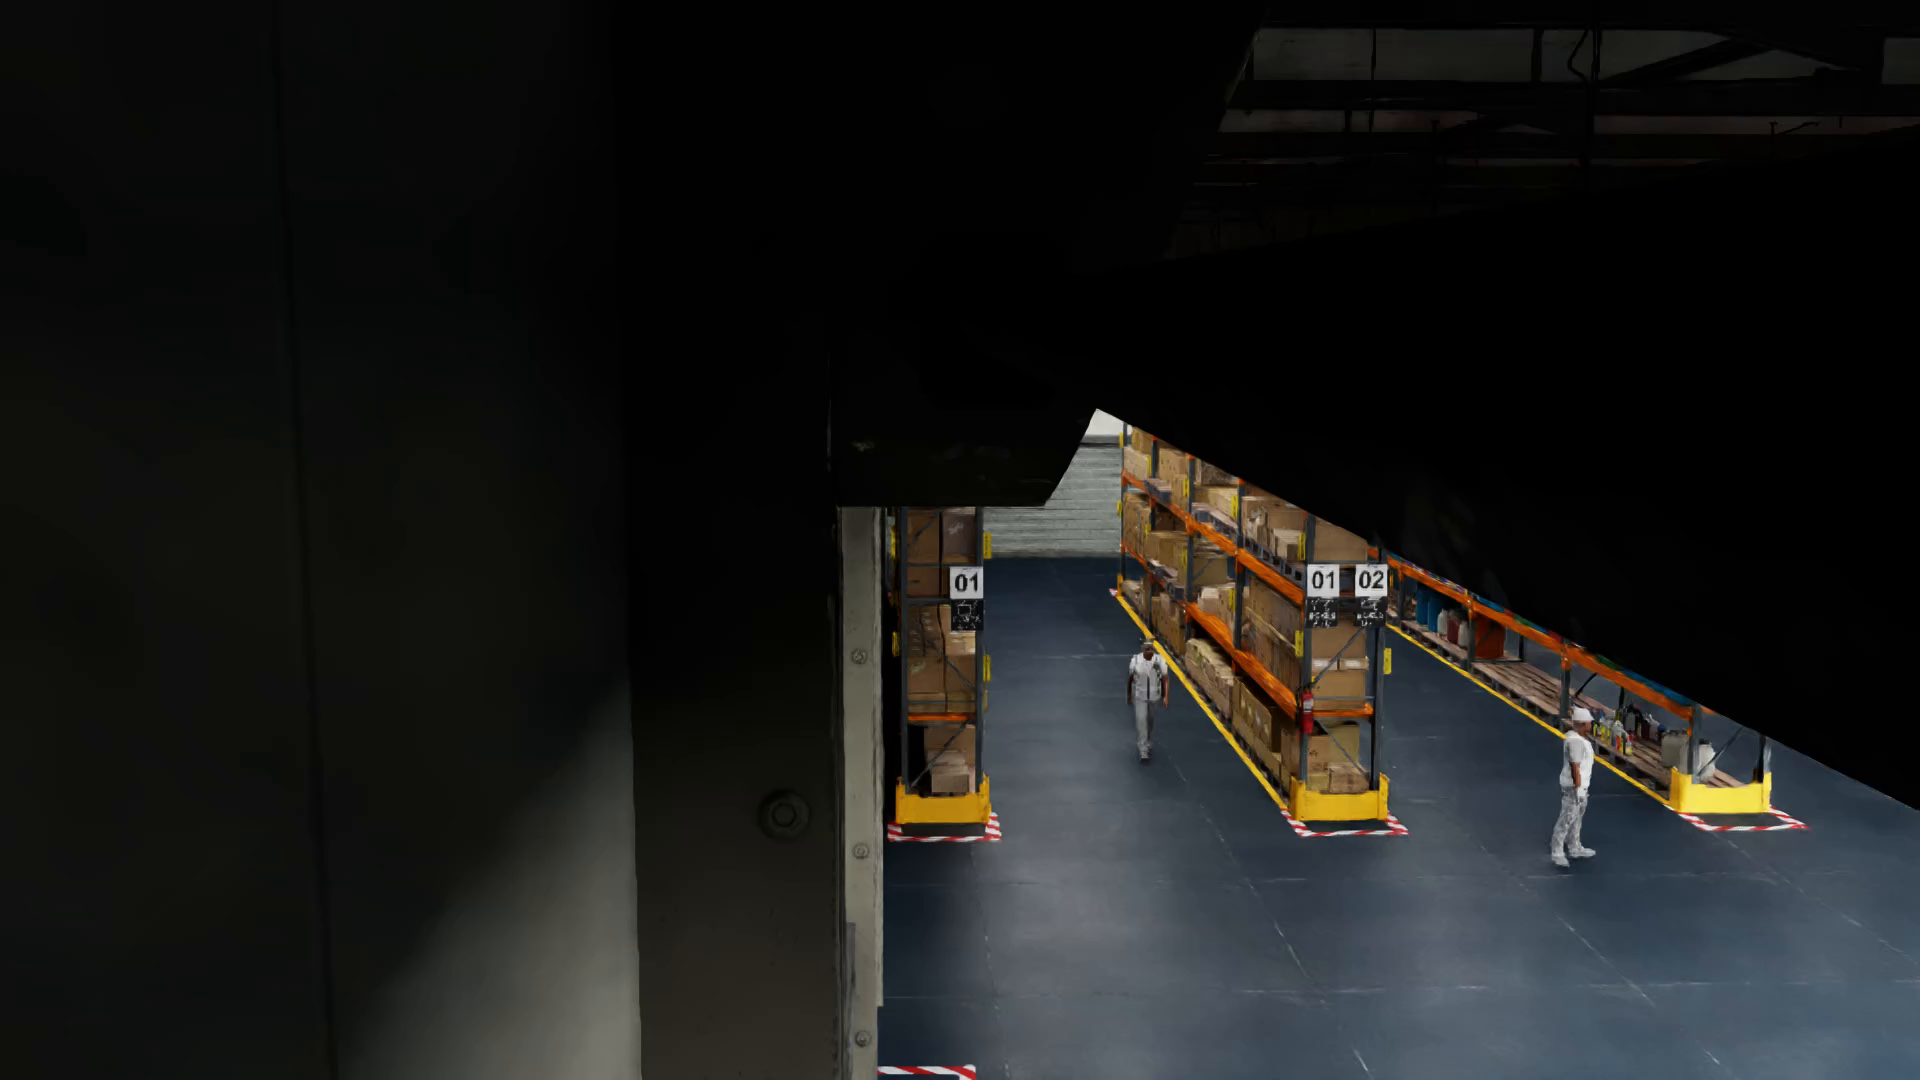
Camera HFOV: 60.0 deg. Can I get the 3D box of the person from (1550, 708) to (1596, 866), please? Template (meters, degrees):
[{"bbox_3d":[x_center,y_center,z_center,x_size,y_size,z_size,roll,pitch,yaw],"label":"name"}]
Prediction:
[{"bbox_3d":[7.019,2.791,18.946,0.476,1.788,0.652,3,9,23],"label":"person"}]

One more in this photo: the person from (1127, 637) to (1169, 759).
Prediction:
[{"bbox_3d":[2.668,2.189,23.500,0.557,1.708,1.040,0,8,-4],"label":"person"}]
